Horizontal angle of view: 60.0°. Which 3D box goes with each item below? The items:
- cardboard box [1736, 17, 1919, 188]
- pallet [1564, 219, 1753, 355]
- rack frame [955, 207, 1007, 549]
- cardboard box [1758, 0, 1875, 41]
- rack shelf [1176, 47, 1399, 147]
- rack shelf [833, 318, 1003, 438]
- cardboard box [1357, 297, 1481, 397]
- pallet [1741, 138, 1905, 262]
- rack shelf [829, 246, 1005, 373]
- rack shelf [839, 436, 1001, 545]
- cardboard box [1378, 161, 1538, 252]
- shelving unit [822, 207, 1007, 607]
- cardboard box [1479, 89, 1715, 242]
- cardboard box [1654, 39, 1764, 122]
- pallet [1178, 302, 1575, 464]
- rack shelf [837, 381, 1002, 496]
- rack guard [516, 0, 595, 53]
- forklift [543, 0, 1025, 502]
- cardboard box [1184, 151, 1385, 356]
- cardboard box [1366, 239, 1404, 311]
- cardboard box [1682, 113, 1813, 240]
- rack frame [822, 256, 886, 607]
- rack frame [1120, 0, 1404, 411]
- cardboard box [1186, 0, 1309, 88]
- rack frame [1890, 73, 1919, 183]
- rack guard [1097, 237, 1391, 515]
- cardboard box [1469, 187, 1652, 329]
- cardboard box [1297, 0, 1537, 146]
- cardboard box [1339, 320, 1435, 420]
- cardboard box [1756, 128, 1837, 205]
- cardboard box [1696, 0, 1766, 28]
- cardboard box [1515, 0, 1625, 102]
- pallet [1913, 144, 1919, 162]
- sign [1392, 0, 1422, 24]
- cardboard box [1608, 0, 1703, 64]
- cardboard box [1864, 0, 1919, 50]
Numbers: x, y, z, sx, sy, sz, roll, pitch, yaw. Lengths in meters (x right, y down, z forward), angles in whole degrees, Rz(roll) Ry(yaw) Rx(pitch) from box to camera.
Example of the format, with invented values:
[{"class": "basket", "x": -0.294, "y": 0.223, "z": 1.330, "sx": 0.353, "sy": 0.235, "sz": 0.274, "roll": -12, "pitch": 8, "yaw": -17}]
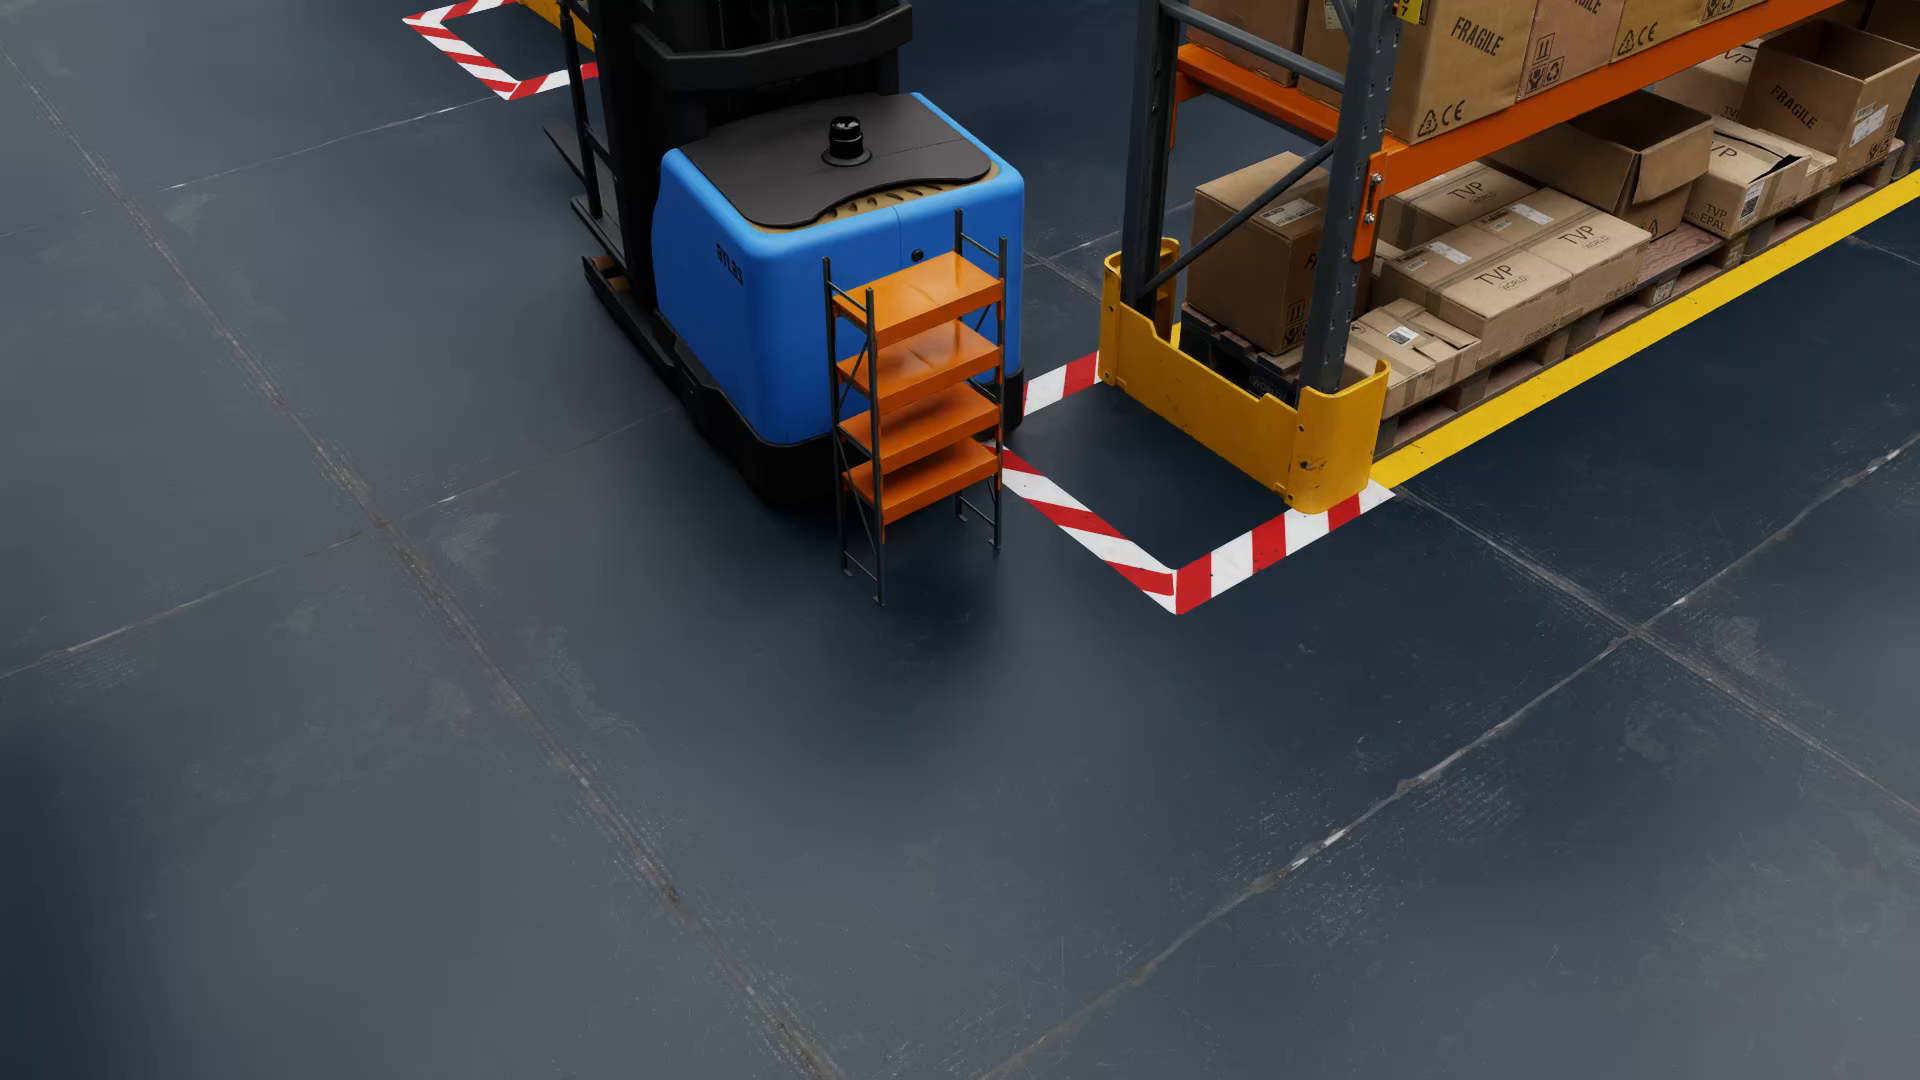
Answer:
[{"class": "cardboard box", "x": 3.840, "y": -1.950, "z": 7.386, "sx": 0.500, "sy": 0.500, "sz": 0.500, "roll": -26, "pitch": 46, "yaw": -28}, {"class": "pallet", "x": 2.606, "y": -1.292, "z": 7.159, "sx": 1.213, "sy": 0.211, "sz": 1.003, "roll": -26, "pitch": 46, "yaw": -28}, {"class": "rack frame", "x": 0.062, "y": -0.494, "z": 5.406, "sx": 0.015, "sy": 1.200, "sz": 0.240, "roll": -26, "pitch": 46, "yaw": -28}, {"class": "cardboard box", "x": 4.335, "y": -2.648, "z": 8.236, "sx": 0.500, "sy": 0.500, "sz": 0.500, "roll": -26, "pitch": 46, "yaw": -28}, {"class": "rack shelf", "x": 2.533, "y": -2.134, "z": 6.399, "sx": 3.809, "sy": 0.124, "sz": 0.919, "roll": -26, "pitch": 46, "yaw": -28}, {"class": "rack shelf", "x": -0.131, "y": -0.521, "z": 5.192, "sx": 0.480, "sy": 0.148, "sz": 0.258, "roll": -26, "pitch": 46, "yaw": -28}, {"class": "cardboard box", "x": 1.687, "y": -0.724, "z": 6.154, "sx": 0.250, "sy": 0.166, "sz": 0.380, "roll": -26, "pitch": 46, "yaw": -28}, {"class": "pallet", "x": 3.574, "y": -1.766, "z": 7.736, "sx": 1.213, "sy": 0.211, "sz": 1.003, "roll": -26, "pitch": 46, "yaw": -28}, {"class": "rack shelf", "x": -0.131, "y": -0.704, "z": 5.042, "sx": 0.480, "sy": 0.148, "sz": 0.258, "roll": -26, "pitch": 46, "yaw": -28}, {"class": "rack shelf", "x": -0.131, "y": -0.194, "z": 5.460, "sx": 0.480, "sy": 0.148, "sz": 0.258, "roll": -26, "pitch": 46, "yaw": -28}, {"class": "cardboard box", "x": 2.000, "y": -1.356, "z": 6.859, "sx": 0.500, "sy": 0.250, "sz": 0.500, "roll": -26, "pitch": 46, "yaw": -28}, {"class": "shelving unit", "x": -0.131, "y": -0.400, "z": 5.291, "sx": 0.503, "sy": 1.200, "sz": 0.258, "roll": -26, "pitch": 46, "yaw": -28}, {"class": "cardboard box", "x": 2.632, "y": -1.585, "z": 6.939, "sx": 0.637, "sy": 0.503, "sz": 0.797, "roll": -26, "pitch": 46, "yaw": -28}, {"class": "cardboard box", "x": 3.654, "y": -2.186, "z": 7.823, "sx": 0.500, "sy": 0.311, "sz": 0.500, "roll": -26, "pitch": 46, "yaw": -28}, {"class": "pallet", "x": 1.639, "y": -0.823, "z": 6.587, "sx": 1.213, "sy": 0.211, "sz": 1.003, "roll": -26, "pitch": 46, "yaw": -28}, {"class": "rack shelf", "x": -0.131, "y": -0.348, "z": 5.334, "sx": 0.480, "sy": 0.148, "sz": 0.258, "roll": -26, "pitch": 46, "yaw": -28}, {"class": "rack guard", "x": -2.079, "y": -3.073, "z": 9.102, "sx": 0.348, "sy": 0.500, "sz": 1.175, "roll": -26, "pitch": 46, "yaw": -28}, {"class": "forklift", "x": -0.923, "y": -2.184, "z": 6.102, "sx": 1.130, "sy": 2.935, "sz": 3.031, "roll": -19, "pitch": 43, "yaw": -22}, {"class": "cardboard box", "x": 1.228, "y": -1.101, "z": 6.351, "sx": 0.500, "sy": 0.500, "sz": 0.500, "roll": -26, "pitch": 46, "yaw": -28}, {"class": "cardboard box", "x": 1.604, "y": -1.083, "z": 6.592, "sx": 0.250, "sy": 0.166, "sz": 0.380, "roll": -26, "pitch": 46, "yaw": -28}, {"class": "cardboard box", "x": 3.245, "y": -1.587, "z": 7.093, "sx": 0.500, "sy": 0.311, "sz": 0.500, "roll": -26, "pitch": 46, "yaw": -28}, {"class": "rack frame", "x": -0.325, "y": -0.306, "z": 5.177, "sx": 0.015, "sy": 1.200, "sz": 0.240, "roll": -26, "pitch": 46, "yaw": -28}, {"class": "rack frame", "x": 0.947, "y": -1.563, "z": 5.290, "sx": 0.127, "sy": 3.000, "sz": 1.000, "roll": -26, "pitch": 46, "yaw": -28}, {"class": "cardboard box", "x": 1.136, "y": -1.912, "z": 5.637, "sx": 0.500, "sy": 0.500, "sz": 0.500, "roll": -25, "pitch": 45, "yaw": -27}, {"class": "rack frame", "x": 4.119, "y": -3.109, "z": 7.175, "sx": 0.127, "sy": 3.000, "sz": 1.000, "roll": -26, "pitch": 46, "yaw": -28}, {"class": "rack guard", "x": 1.007, "y": -0.626, "z": 6.119, "sx": 0.348, "sy": 0.500, "sz": 1.175, "roll": -26, "pitch": 46, "yaw": -28}, {"class": "cardboard box", "x": 2.344, "y": -1.124, "z": 6.576, "sx": 0.500, "sy": 0.250, "sz": 0.500, "roll": -26, "pitch": 46, "yaw": -28}, {"class": "cardboard box", "x": 1.460, "y": -1.641, "z": 5.306, "sx": 0.500, "sy": 0.500, "sz": 0.500, "roll": -25, "pitch": 46, "yaw": -27}, {"class": "cardboard box", "x": 1.489, "y": -0.620, "z": 6.042, "sx": 0.250, "sy": 0.149, "sz": 0.380, "roll": -26, "pitch": 46, "yaw": -28}, {"class": "cardboard box", "x": 3.579, "y": -1.639, "z": 7.284, "sx": 0.250, "sy": 0.149, "sz": 0.380, "roll": -26, "pitch": 46, "yaw": -28}, {"class": "cardboard box", "x": 2.663, "y": -2.228, "z": 6.022, "sx": 0.500, "sy": 0.500, "sz": 0.500, "roll": -25, "pitch": 46, "yaw": -28}, {"class": "cardboard box", "x": 1.865, "y": -1.843, "z": 5.553, "sx": 0.500, "sy": 0.500, "sz": 0.500, "roll": -26, "pitch": 46, "yaw": -28}, {"class": "pallet", "x": 4.741, "y": -2.364, "z": 8.466, "sx": 1.213, "sy": 0.211, "sz": 1.003, "roll": -26, "pitch": 46, "yaw": -28}, {"class": "sign", "x": 1.278, "y": -1.625, "z": 4.683, "sx": 0.005, "sy": 0.325, "sz": 0.100, "roll": -26, "pitch": 46, "yaw": -28}, {"class": "cardboard box", "x": 2.265, "y": -2.035, "z": 5.787, "sx": 0.500, "sy": 0.500, "sz": 0.500, "roll": -26, "pitch": 46, "yaw": -28}, {"class": "cardboard box", "x": 4.651, "y": -2.377, "z": 7.907, "sx": 0.500, "sy": 0.500, "sz": 0.500, "roll": -28, "pitch": 47, "yaw": -30}]
